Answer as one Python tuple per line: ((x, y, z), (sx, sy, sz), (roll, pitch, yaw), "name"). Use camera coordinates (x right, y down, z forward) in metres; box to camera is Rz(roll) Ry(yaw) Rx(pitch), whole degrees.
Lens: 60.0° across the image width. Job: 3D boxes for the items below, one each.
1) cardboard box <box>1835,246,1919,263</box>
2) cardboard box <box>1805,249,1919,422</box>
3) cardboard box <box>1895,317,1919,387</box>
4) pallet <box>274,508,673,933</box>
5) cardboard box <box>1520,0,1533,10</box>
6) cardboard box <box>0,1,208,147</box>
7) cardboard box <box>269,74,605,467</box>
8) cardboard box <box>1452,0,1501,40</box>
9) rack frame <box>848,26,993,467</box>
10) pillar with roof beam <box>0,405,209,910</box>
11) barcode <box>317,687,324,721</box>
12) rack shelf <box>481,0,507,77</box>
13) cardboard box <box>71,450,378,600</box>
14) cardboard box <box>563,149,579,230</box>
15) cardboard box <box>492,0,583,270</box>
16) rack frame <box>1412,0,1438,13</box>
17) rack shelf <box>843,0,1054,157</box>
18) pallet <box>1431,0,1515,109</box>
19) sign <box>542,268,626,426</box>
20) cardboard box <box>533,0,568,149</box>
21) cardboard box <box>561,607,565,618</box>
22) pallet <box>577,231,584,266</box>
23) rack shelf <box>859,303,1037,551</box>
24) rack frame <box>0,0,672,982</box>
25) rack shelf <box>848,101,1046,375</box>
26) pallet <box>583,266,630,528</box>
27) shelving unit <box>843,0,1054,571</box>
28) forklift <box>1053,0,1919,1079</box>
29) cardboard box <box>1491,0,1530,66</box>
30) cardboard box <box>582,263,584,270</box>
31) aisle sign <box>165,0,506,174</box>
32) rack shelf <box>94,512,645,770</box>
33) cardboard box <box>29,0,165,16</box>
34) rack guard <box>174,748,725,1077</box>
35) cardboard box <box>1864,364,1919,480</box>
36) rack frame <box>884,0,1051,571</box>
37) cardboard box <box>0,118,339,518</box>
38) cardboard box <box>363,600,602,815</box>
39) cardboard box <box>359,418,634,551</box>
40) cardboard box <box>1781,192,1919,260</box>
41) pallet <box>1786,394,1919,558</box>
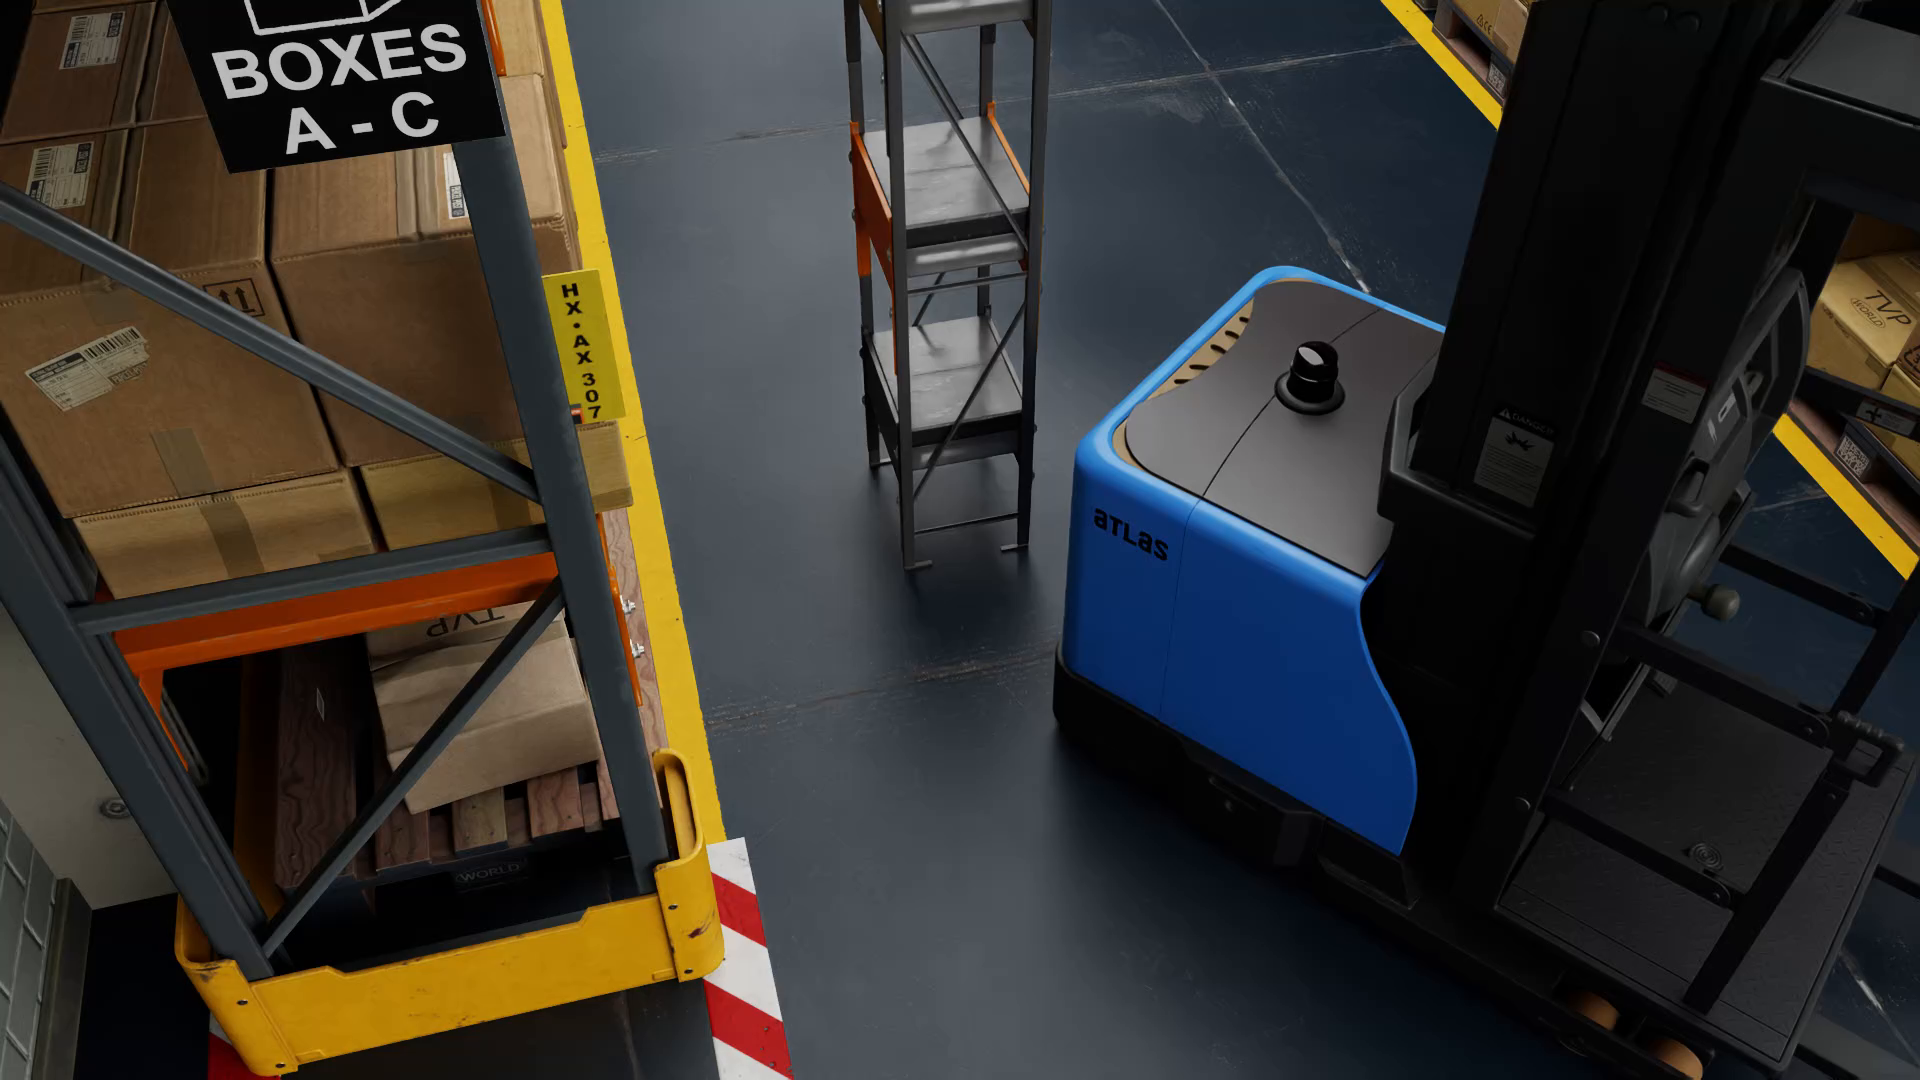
((2.923, -1.022, 5.783), (0.500, 0.250, 0.500), (-11, 47, -10), "cardboard box")
((3.052, -0.677, 5.445), (0.500, 0.250, 0.500), (-11, 47, -10), "cardboard box")
((3.190, -0.596, 4.840), (0.500, 0.500, 0.500), (-11, 47, -10), "cardboard box")
((-1.366, 0.431, 4.680), (1.003, 0.211, 1.213), (-11, 47, -10), "pallet")
((2.543, -2.321, 6.531), (0.500, 0.500, 0.500), (-11, 47, -10), "cardboard box")
((-1.618, -0.778, 3.478), (0.500, 0.500, 0.500), (-10, 46, -10), "cardboard box")
((-1.004, -0.527, 3.232), (0.500, 0.500, 0.500), (-11, 47, -10), "cardboard box")
((2.417, -2.404, 7.137), (0.500, 0.250, 0.500), (-11, 47, -10), "cardboard box")
((-0.105, -1.018, 4.777), (0.400, 2.100, 0.015), (-11, 47, -10), "rack frame")
((1.973, -3.137, 2.024), (9.100, 9.000, 0.400), (-11, 47, -10), "pillar with roof beam")
((-1.654, 0.425, 4.301), (0.001, 0.075, 0.075), (-11, 47, -10), "barcode")
((-1.685, -2.104, 3.615), (1.077, 0.370, 4.000), (-11, 47, -10), "rack shelf")
((-1.480, -0.167, 3.404), (0.500, 0.250, 0.500), (-10, 46, -10), "cardboard box")
((-1.262, -0.983, 4.205), (0.500, 0.250, 0.500), (-11, 47, -11), "cardboard box")
((-1.121, -0.870, 3.568), (0.500, 0.500, 0.500), (-11, 47, -10), "cardboard box")
((2.591, -3.595, 6.673), (1.000, 3.000, 0.127), (-11, 47, -10), "rack frame")
((-0.042, -1.330, 4.122), (0.431, 0.518, 0.480), (-11, 47, -10), "rack shelf")
((2.754, -2.062, 7.123), (1.003, 0.211, 1.213), (-11, 47, -10), "pallet")
((-0.648, -0.328, 2.865), (0.100, 0.325, 0.005), (-11, 47, -10), "sign")
((-1.247, -1.228, 3.919), (0.500, 0.500, 0.500), (-12, 47, -12), "cardboard box")
((-1.409, -0.026, 4.750), (0.500, 0.311, 0.500), (-7, 46, -7), "cardboard box")
((-1.991, -1.254, 6.331), (1.003, 0.211, 1.213), (-11, 47, -10), "pallet")
((-0.042, -0.350, 5.122), (0.431, 0.518, 0.480), (-11, 47, -10), "rack shelf")
((-1.173, 0.075, 3.076), (1.000, 3.000, 0.127), (-11, 47, -10), "rack frame")
((-0.042, -0.840, 4.622), (0.431, 0.518, 0.480), (-11, 47, -10), "rack shelf")
((-1.675, -0.410, 5.504), (1.003, 0.211, 1.213), (-11, 47, -10), "pallet")
((-0.042, -0.849, 4.612), (0.431, 2.100, 0.503), (-11, 47, -10), "shelving unit")
((1.740, -0.129, 3.324), (3.031, 2.935, 1.130), (29, 52, 25), "forklift")
((2.540, -2.058, 6.798), (0.500, 0.250, 0.500), (-11, 47, -10), "cardboard box")
((-1.137, -0.631, 3.859), (0.500, 0.250, 0.500), (-12, 47, -12), "cardboard box")
((-0.864, -0.840, 2.153), (0.394, 0.787, 0.004), (-11, 47, -10), "aisle sign")
((-1.685, -1.054, 4.687), (1.077, 0.370, 4.000), (-11, 47, -10), "rack shelf")
((-1.755, -1.134, 3.827), (0.500, 0.500, 0.500), (-12, 47, -11), "cardboard box")
((-1.192, 0.897, 4.021), (1.175, 0.500, 0.348), (-11, 47, -10), "rack guard")
((3.192, -0.334, 5.109), (0.500, 0.250, 0.500), (-11, 47, -10), "cardboard box")
((0.020, -0.681, 4.447), (0.400, 2.100, 0.015), (-11, 47, -10), "rack frame")
((-1.499, -0.429, 3.136), (0.500, 0.500, 0.500), (-11, 47, -11), "cardboard box")
((-1.263, 0.368, 4.364), (0.500, 0.311, 0.500), (-16, 48, -15), "cardboard box")
((-0.991, -0.275, 3.510), (0.500, 0.250, 0.500), (-12, 47, -11), "cardboard box")
((2.920, -1.284, 5.514), (0.500, 0.500, 0.500), (-11, 47, -10), "cardboard box")
((3.379, -0.378, 5.472), (1.003, 0.211, 1.213), (-11, 47, -10), "pallet")
